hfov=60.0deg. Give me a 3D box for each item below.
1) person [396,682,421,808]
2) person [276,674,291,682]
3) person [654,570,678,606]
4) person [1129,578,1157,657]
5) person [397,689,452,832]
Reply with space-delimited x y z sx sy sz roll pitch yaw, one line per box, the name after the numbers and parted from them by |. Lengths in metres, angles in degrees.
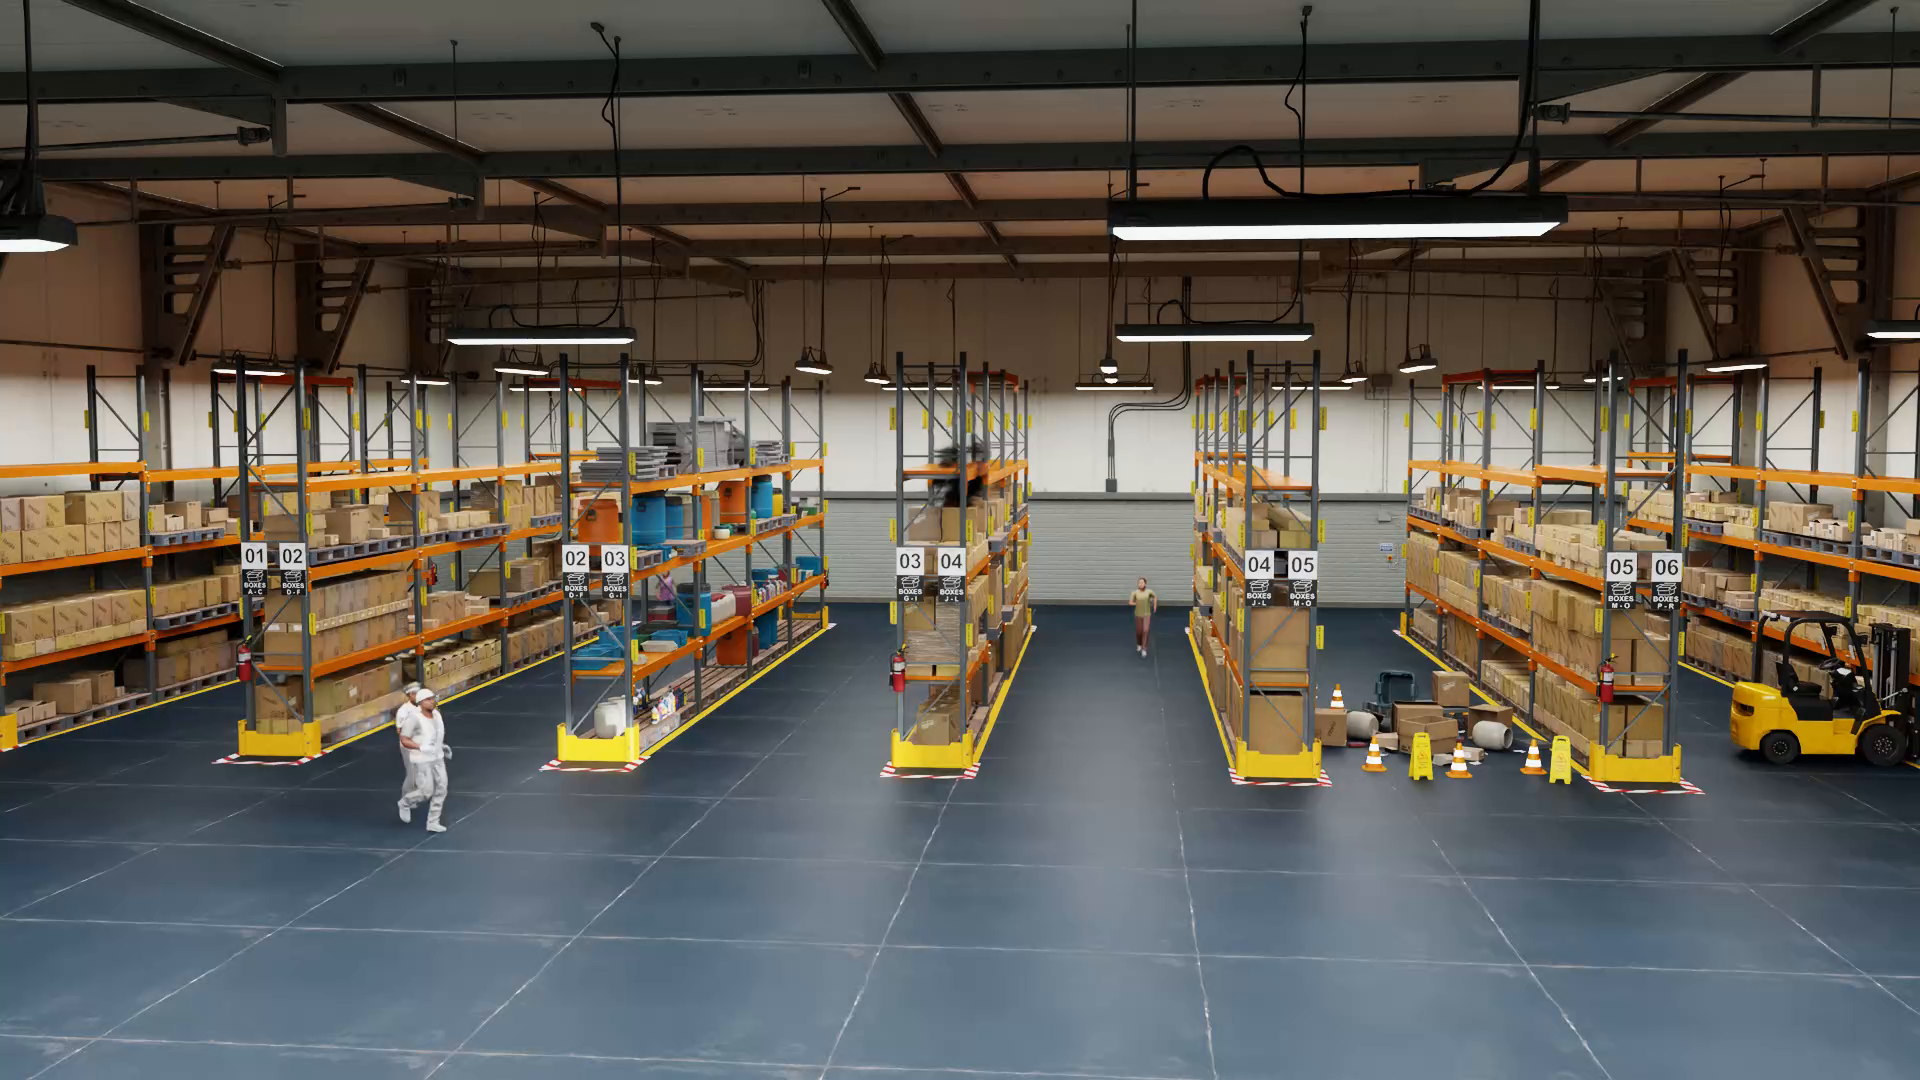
-7.012 2.651 21.538 0.612 1.659 0.597 3 5 38 | person
-11.511 2.155 28.449 0.611 1.649 0.569 0 4 -1 | person
-6.984 1.430 39.528 0.596 1.545 0.564 0 4 -6 | person
3.891 1.617 35.489 0.582 1.620 1.066 1 4 9 | person
-6.548 2.684 20.333 0.704 1.743 0.687 2 4 25 | person
